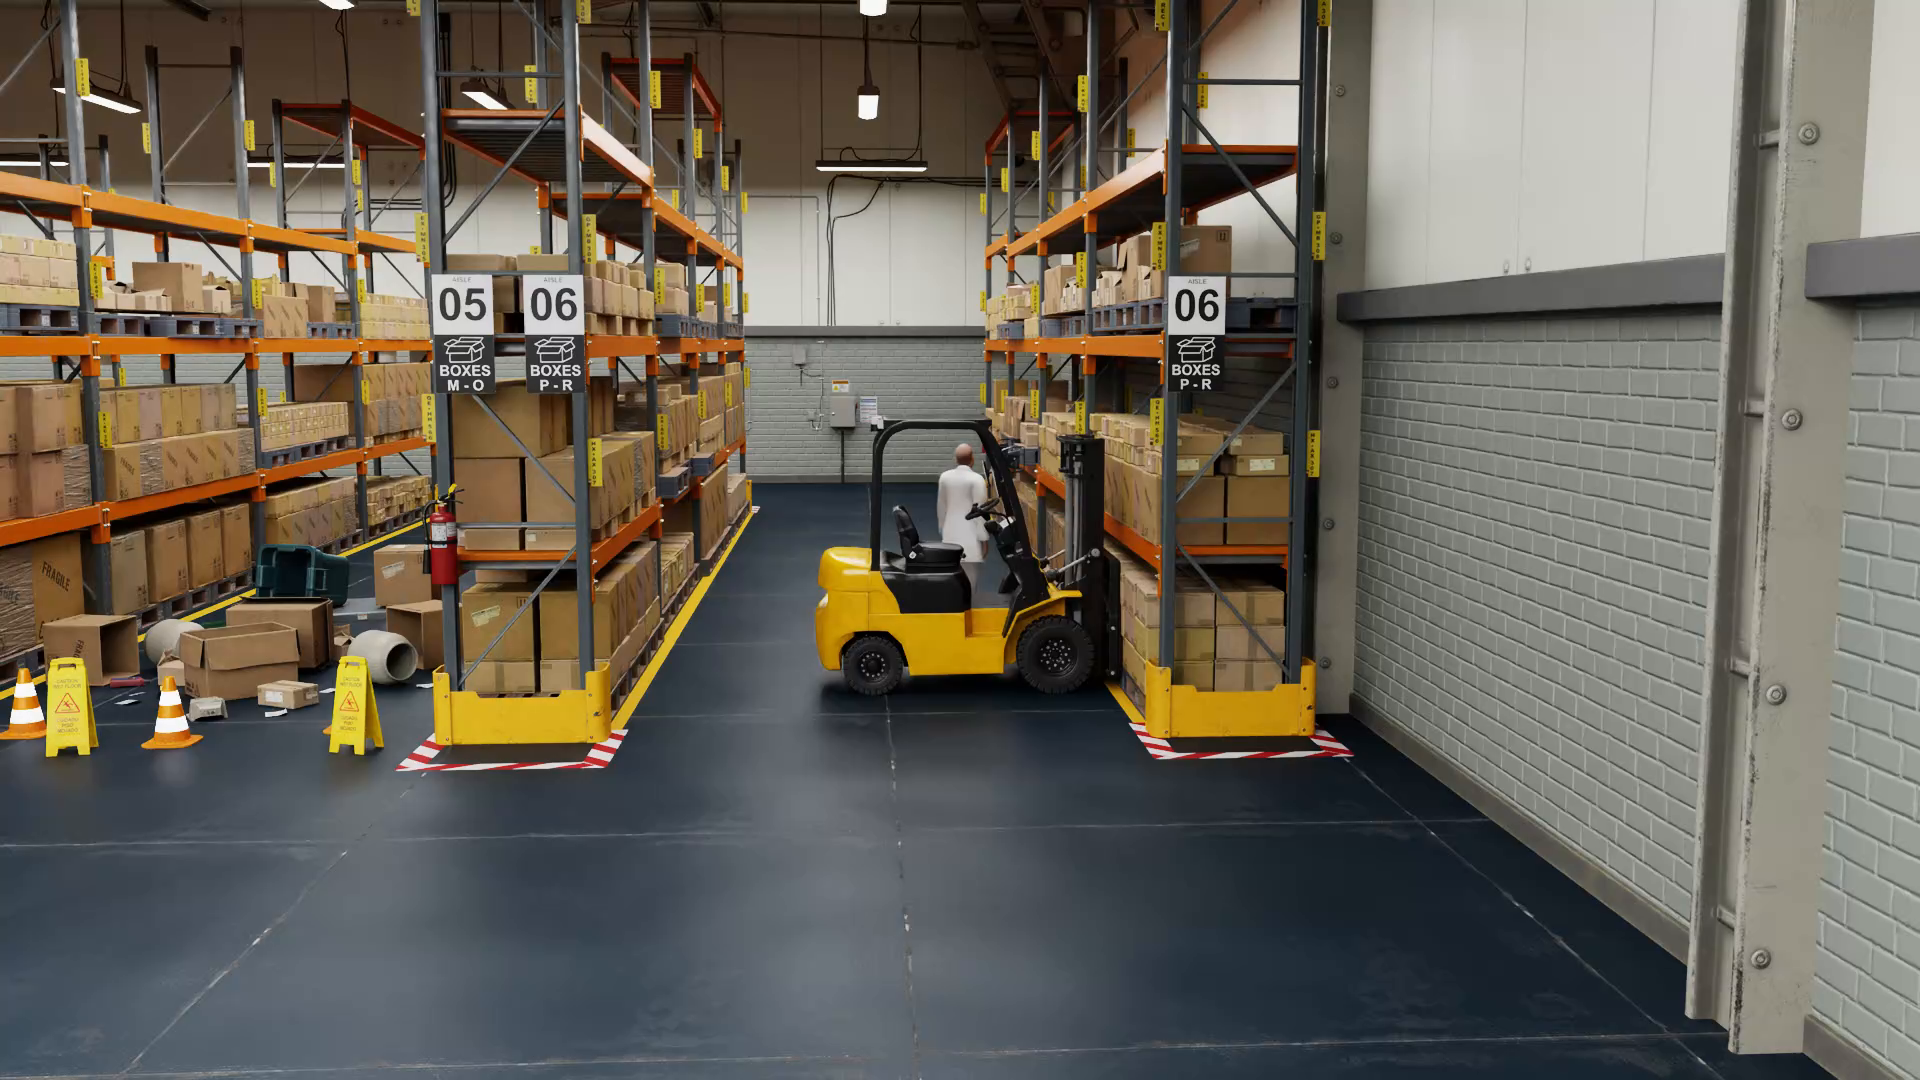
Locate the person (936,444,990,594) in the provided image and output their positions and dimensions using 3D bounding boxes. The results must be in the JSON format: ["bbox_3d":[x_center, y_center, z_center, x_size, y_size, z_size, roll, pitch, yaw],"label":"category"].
[{"bbox_3d":[0.048,-0.018,15.704,0.625,1.781,0.494,7,9,44],"label":"person"}]
